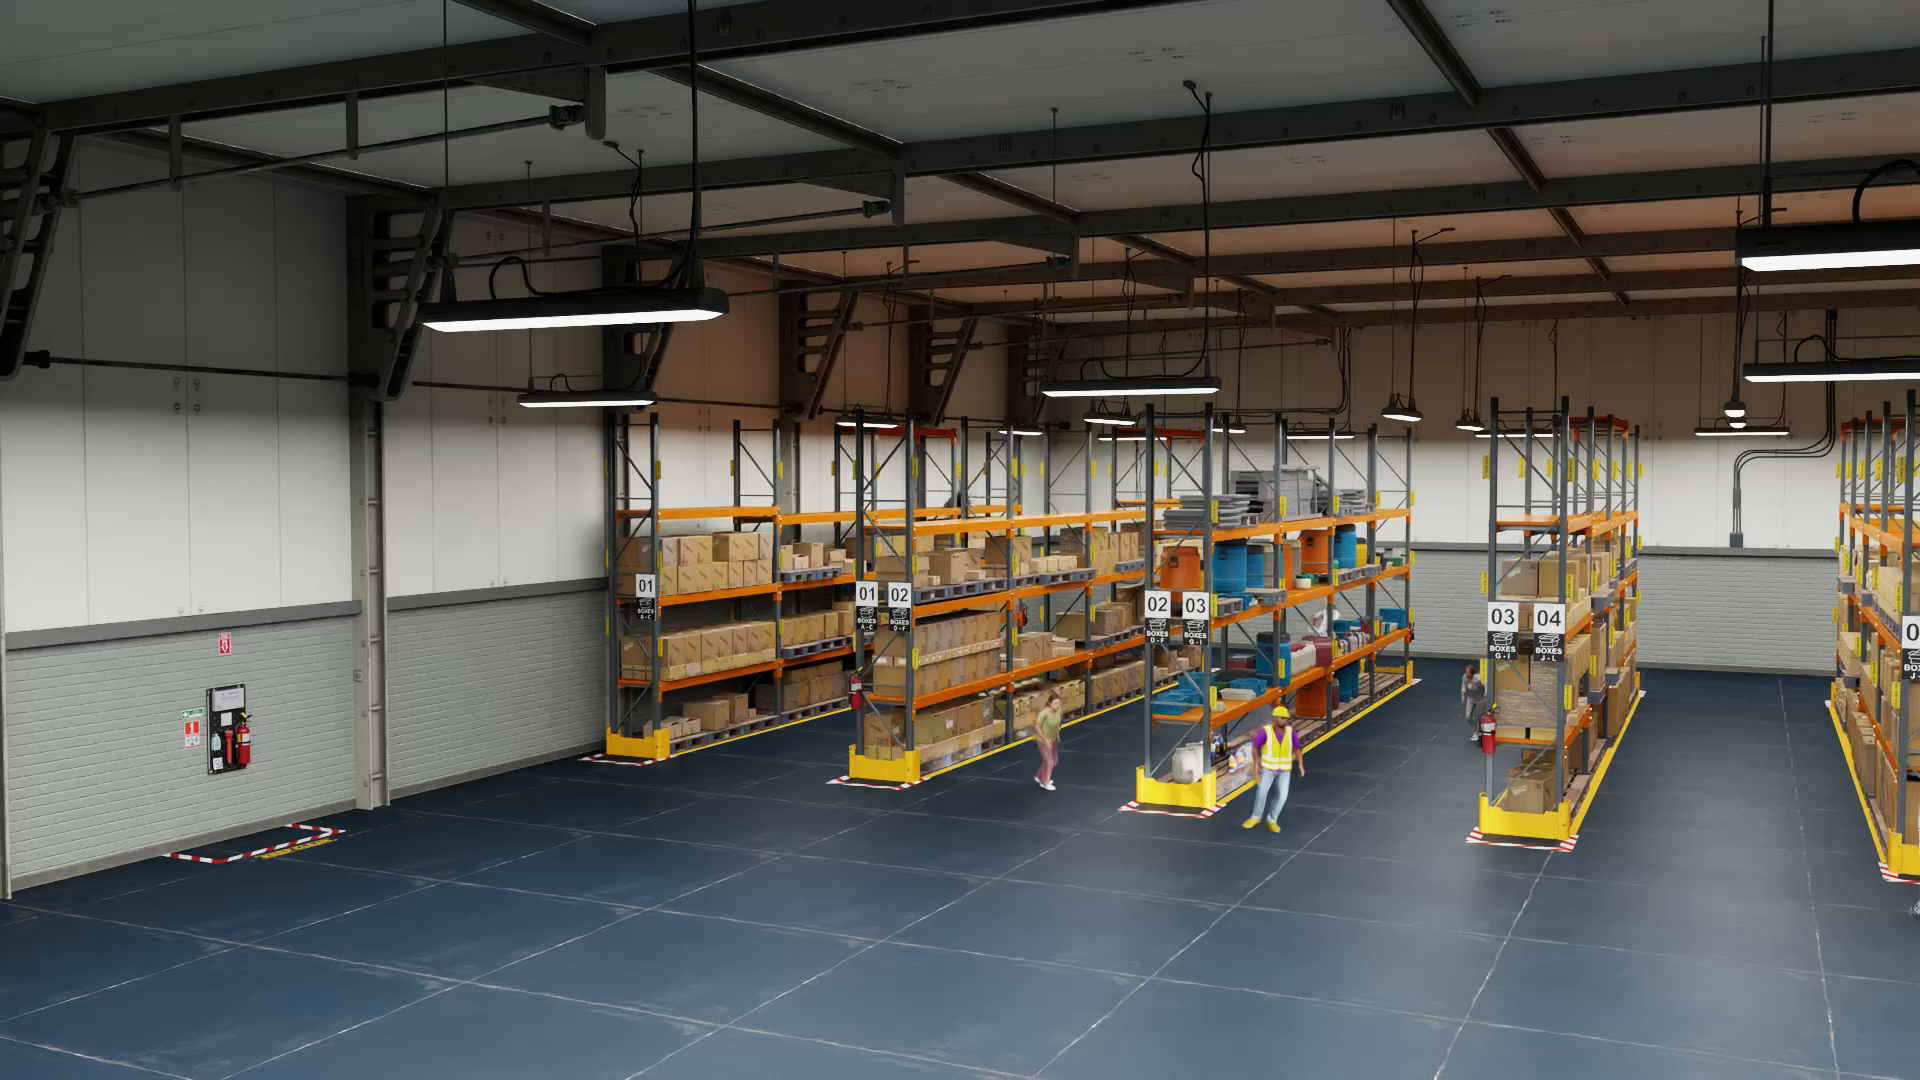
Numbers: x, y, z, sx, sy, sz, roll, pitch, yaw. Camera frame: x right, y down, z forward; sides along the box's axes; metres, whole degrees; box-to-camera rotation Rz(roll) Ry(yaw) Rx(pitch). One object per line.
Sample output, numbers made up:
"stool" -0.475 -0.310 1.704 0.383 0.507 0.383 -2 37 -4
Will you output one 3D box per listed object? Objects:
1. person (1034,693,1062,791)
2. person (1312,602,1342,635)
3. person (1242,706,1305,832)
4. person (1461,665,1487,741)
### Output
"person" 1.350 3.135 25.981 0.603 1.555 0.787 -2 3 -40
"person" 9.286 2.396 42.437 0.740 1.709 0.663 -1 3 -23
"person" 4.332 3.176 22.958 0.786 1.752 0.593 0 2 -9
"person" 9.574 3.023 30.774 0.554 1.379 0.841 2 3 39
